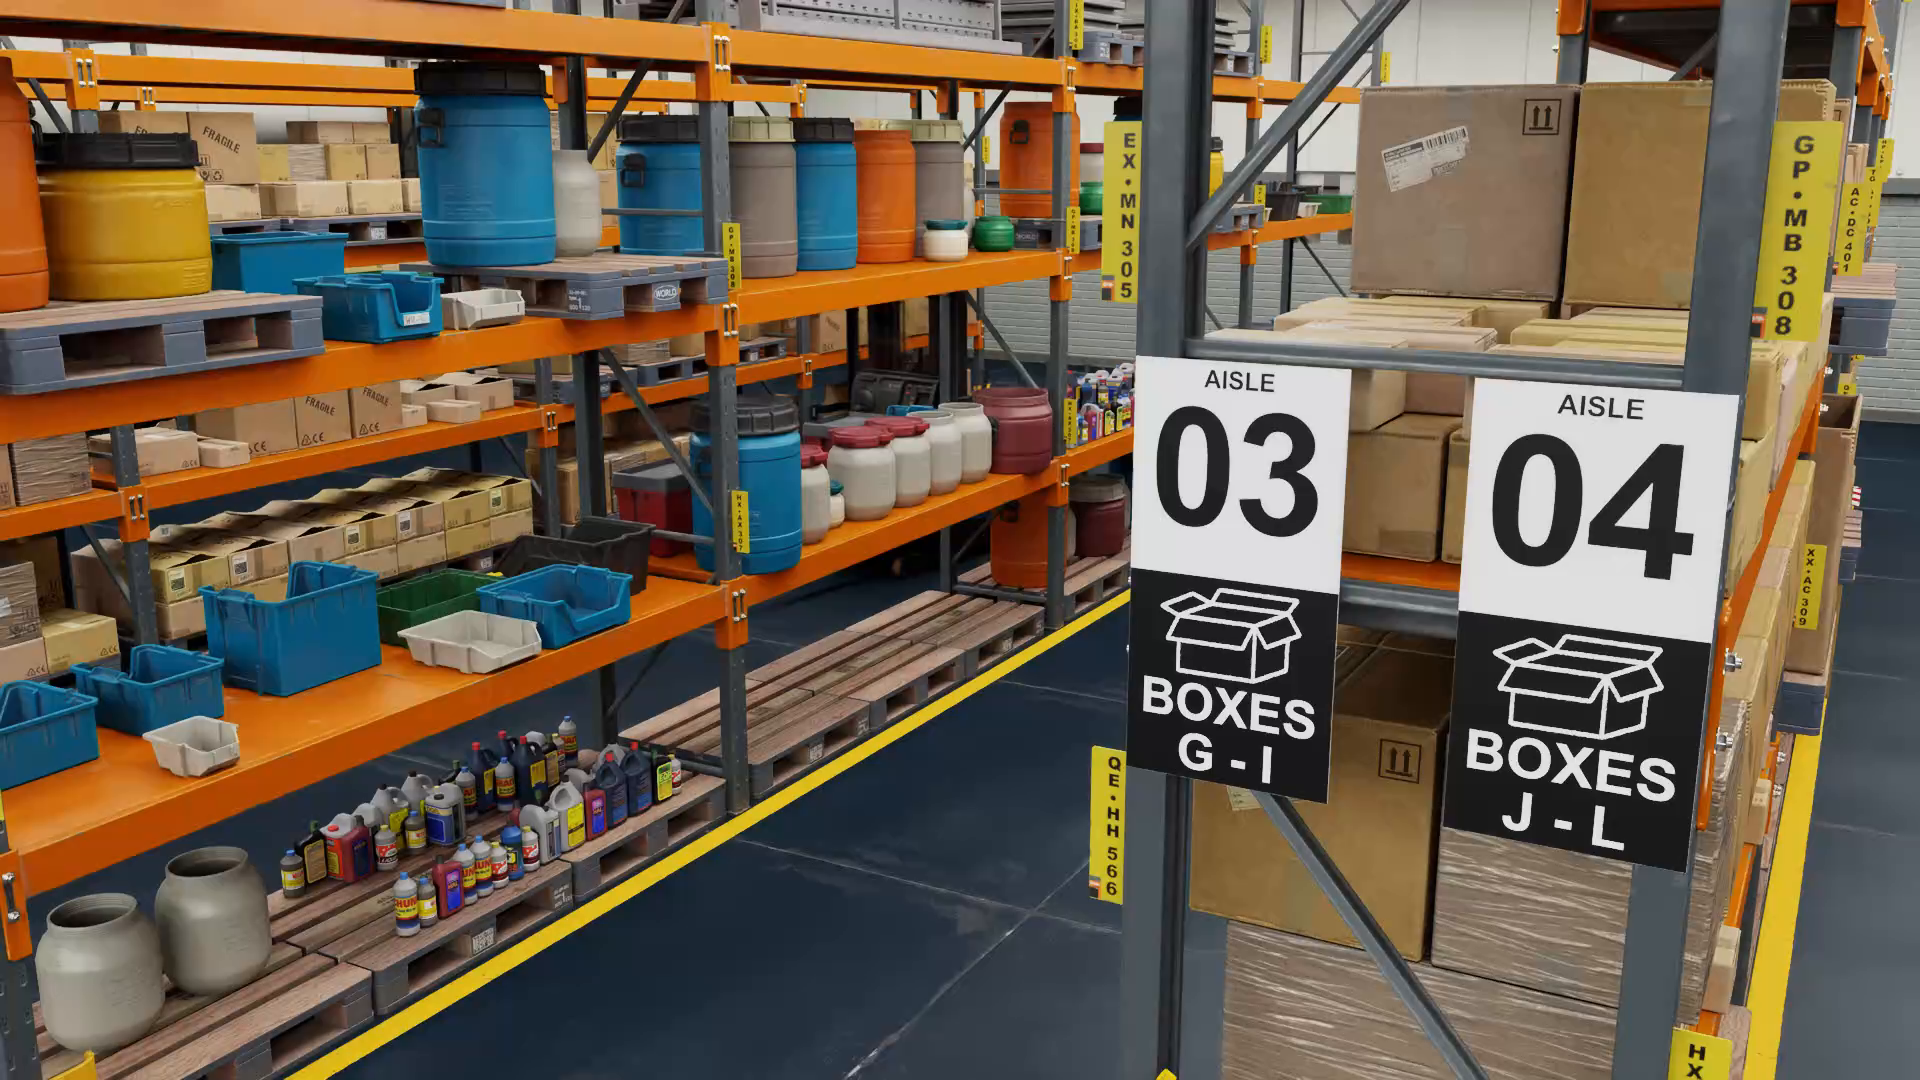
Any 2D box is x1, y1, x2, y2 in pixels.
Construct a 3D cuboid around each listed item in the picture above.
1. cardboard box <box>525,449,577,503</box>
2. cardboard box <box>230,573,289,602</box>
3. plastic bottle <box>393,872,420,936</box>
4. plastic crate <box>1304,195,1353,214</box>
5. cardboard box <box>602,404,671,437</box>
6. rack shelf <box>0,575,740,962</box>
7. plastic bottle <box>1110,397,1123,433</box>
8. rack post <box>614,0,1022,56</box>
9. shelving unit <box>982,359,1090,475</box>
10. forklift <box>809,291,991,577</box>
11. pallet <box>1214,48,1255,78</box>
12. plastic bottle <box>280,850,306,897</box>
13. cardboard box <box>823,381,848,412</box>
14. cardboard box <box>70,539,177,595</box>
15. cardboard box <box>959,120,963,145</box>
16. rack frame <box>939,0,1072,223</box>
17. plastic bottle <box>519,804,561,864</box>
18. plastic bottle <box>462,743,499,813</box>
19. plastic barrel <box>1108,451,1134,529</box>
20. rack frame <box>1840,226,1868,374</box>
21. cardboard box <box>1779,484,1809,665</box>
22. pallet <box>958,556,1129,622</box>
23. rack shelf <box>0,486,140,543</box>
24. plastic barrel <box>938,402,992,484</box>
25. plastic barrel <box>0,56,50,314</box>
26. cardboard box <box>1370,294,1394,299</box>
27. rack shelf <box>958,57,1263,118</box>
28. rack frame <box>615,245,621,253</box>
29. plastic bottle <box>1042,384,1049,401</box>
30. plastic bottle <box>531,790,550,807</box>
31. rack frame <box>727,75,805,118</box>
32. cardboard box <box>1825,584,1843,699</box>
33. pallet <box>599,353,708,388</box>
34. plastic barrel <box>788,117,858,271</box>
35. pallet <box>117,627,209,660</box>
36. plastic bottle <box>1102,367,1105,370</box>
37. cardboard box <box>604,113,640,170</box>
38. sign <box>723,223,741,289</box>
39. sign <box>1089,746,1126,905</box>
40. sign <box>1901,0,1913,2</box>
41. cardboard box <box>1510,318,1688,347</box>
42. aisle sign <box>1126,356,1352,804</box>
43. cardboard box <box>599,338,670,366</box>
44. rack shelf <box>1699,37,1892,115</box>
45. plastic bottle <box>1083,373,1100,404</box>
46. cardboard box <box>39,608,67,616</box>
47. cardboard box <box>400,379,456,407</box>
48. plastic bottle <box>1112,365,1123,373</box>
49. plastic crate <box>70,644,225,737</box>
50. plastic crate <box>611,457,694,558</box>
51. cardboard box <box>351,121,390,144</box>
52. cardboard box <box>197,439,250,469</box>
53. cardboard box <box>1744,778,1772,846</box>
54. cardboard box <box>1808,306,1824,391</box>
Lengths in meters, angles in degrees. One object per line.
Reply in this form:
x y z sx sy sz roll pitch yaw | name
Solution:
-3.772 -0.624 15.835 0.500 0.500 0.500 8 16 30 | cardboard box
-5.293 0.387 12.217 0.500 0.250 0.500 8 16 29 | cardboard box
-2.403 1.572 7.213 0.097 0.271 0.097 0 14 0 | plastic bottle
3.956 -3.607 17.864 0.450 0.188 0.336 7 15 28 | plastic crate
-3.258 -1.211 16.669 0.500 0.250 0.500 7 15 27 | cardboard box
-2.585 0.735 7.334 1.077 0.370 4.000 7 15 28 | rack shelf
1.247 -1.005 13.269 0.061 0.283 0.133 7 15 28 | plastic bottle
-0.742 -3.452 9.942 1.013 1.000 3.121 7 15 28 | rack post
0.723 -0.902 15.791 0.538 1.500 1.048 11 17 37 | shelving unit
-0.698 -1.248 14.172 1.130 2.935 3.031 11 17 37 | forklift
1.876 -4.123 14.407 1.003 0.211 1.213 7 15 28 | pallet
-3.048 1.516 7.593 0.097 0.201 0.097 0 14 0 | plastic bottle
-1.182 -1.614 19.933 0.797 0.503 0.637 7 15 28 | cardboard box
-6.008 0.158 11.970 0.500 0.311 0.500 7 15 28 | cardboard box
-0.386 -4.934 20.570 0.700 0.500 0.500 7 15 28 | cardboard box
0.315 -3.762 11.653 1.000 3.000 0.127 7 15 28 | rack frame
-2.008 1.389 7.962 0.152 0.276 0.135 8 16 29 | plastic bottle
-2.463 1.207 8.558 0.144 0.351 0.185 7 15 26 | plastic bottle
1.629 -0.595 14.899 0.600 0.901 0.708 7 15 28 | plastic barrel
6.585 -1.105 13.432 1.000 3.000 0.127 7 15 28 | rack frame
2.500 0.083 5.522 0.500 0.500 0.500 7 15 28 | cardboard box
0.660 0.344 13.373 1.003 0.211 1.213 7 15 28 | pallet
-6.920 0.173 9.665 1.077 0.370 4.000 7 15 28 | rack shelf
0.005 -0.664 11.367 0.421 0.512 0.421 0 14 0 | plastic barrel
-3.428 -1.189 5.570 0.600 0.830 0.708 7 15 28 | plastic barrel
1.280 -0.580 4.326 0.380 0.149 0.250 7 15 25 | cardboard box
1.282 -3.628 13.486 1.077 0.370 4.000 7 15 28 | rack shelf
-4.490 -3.609 23.820 1.000 3.000 0.127 7 15 28 | rack frame
0.690 -1.154 13.887 0.061 0.283 0.133 7 15 28 | plastic bottle
-2.028 1.346 8.123 0.061 0.283 0.133 7 15 28 | plastic bottle
-2.085 -5.144 17.388 1.000 3.000 0.127 7 15 28 | rack frame
5.003 0.405 10.806 1.225 0.875 0.875 7 15 25 | cardboard box
-3.083 -1.713 16.367 1.003 0.211 1.213 7 15 28 | pallet
-0.930 -2.124 10.190 0.600 0.901 0.708 7 15 28 | plastic barrel
-5.631 0.613 12.255 1.003 0.211 1.213 7 15 28 | pallet
1.269 -1.400 14.906 0.061 0.283 0.133 7 15 28 | plastic bottle
-3.309 -3.698 15.443 0.500 0.500 0.500 7 15 28 | cardboard box
-1.142 -1.423 8.332 0.100 0.325 0.005 7 15 28 | sign
0.308 0.574 3.326 0.100 0.325 0.005 7 15 28 | sign
8.987 -5.270 15.747 0.100 0.325 0.005 7 15 28 | sign
1.343 -0.360 3.413 0.380 0.149 0.250 7 15 27 | cardboard box
0.491 0.072 3.004 0.394 0.787 0.004 7 15 28 | aisle sign
-3.204 -1.968 15.904 0.700 0.500 0.500 11 17 38 | cardboard box
5.618 -3.067 11.158 1.077 0.370 4.000 7 15 28 | rack shelf
1.132 -1.316 14.574 0.152 0.276 0.135 7 15 28 | plastic bottle
-6.442 0.607 11.304 0.500 0.250 0.500 7 15 28 | cardboard box
-4.621 -1.202 14.027 0.500 0.311 0.500 7 15 27 | cardboard box
1.435 -1.456 15.163 0.097 0.271 0.097 0 14 0 | plastic bottle
-3.253 0.599 6.682 0.499 0.251 0.408 7 15 28 | plastic crate
-1.652 -0.190 9.500 0.402 0.464 0.583 7 15 28 | plastic crate
-6.964 -4.708 19.226 0.500 0.250 0.500 9 16 32 | cardboard box
-5.345 -0.623 11.971 0.380 0.149 0.250 7 15 28 | cardboard box
2.545 0.895 5.675 0.380 0.149 0.250 7 15 28 | cardboard box
2.464 -0.620 5.340 0.500 0.250 0.500 8 16 29 | cardboard box
